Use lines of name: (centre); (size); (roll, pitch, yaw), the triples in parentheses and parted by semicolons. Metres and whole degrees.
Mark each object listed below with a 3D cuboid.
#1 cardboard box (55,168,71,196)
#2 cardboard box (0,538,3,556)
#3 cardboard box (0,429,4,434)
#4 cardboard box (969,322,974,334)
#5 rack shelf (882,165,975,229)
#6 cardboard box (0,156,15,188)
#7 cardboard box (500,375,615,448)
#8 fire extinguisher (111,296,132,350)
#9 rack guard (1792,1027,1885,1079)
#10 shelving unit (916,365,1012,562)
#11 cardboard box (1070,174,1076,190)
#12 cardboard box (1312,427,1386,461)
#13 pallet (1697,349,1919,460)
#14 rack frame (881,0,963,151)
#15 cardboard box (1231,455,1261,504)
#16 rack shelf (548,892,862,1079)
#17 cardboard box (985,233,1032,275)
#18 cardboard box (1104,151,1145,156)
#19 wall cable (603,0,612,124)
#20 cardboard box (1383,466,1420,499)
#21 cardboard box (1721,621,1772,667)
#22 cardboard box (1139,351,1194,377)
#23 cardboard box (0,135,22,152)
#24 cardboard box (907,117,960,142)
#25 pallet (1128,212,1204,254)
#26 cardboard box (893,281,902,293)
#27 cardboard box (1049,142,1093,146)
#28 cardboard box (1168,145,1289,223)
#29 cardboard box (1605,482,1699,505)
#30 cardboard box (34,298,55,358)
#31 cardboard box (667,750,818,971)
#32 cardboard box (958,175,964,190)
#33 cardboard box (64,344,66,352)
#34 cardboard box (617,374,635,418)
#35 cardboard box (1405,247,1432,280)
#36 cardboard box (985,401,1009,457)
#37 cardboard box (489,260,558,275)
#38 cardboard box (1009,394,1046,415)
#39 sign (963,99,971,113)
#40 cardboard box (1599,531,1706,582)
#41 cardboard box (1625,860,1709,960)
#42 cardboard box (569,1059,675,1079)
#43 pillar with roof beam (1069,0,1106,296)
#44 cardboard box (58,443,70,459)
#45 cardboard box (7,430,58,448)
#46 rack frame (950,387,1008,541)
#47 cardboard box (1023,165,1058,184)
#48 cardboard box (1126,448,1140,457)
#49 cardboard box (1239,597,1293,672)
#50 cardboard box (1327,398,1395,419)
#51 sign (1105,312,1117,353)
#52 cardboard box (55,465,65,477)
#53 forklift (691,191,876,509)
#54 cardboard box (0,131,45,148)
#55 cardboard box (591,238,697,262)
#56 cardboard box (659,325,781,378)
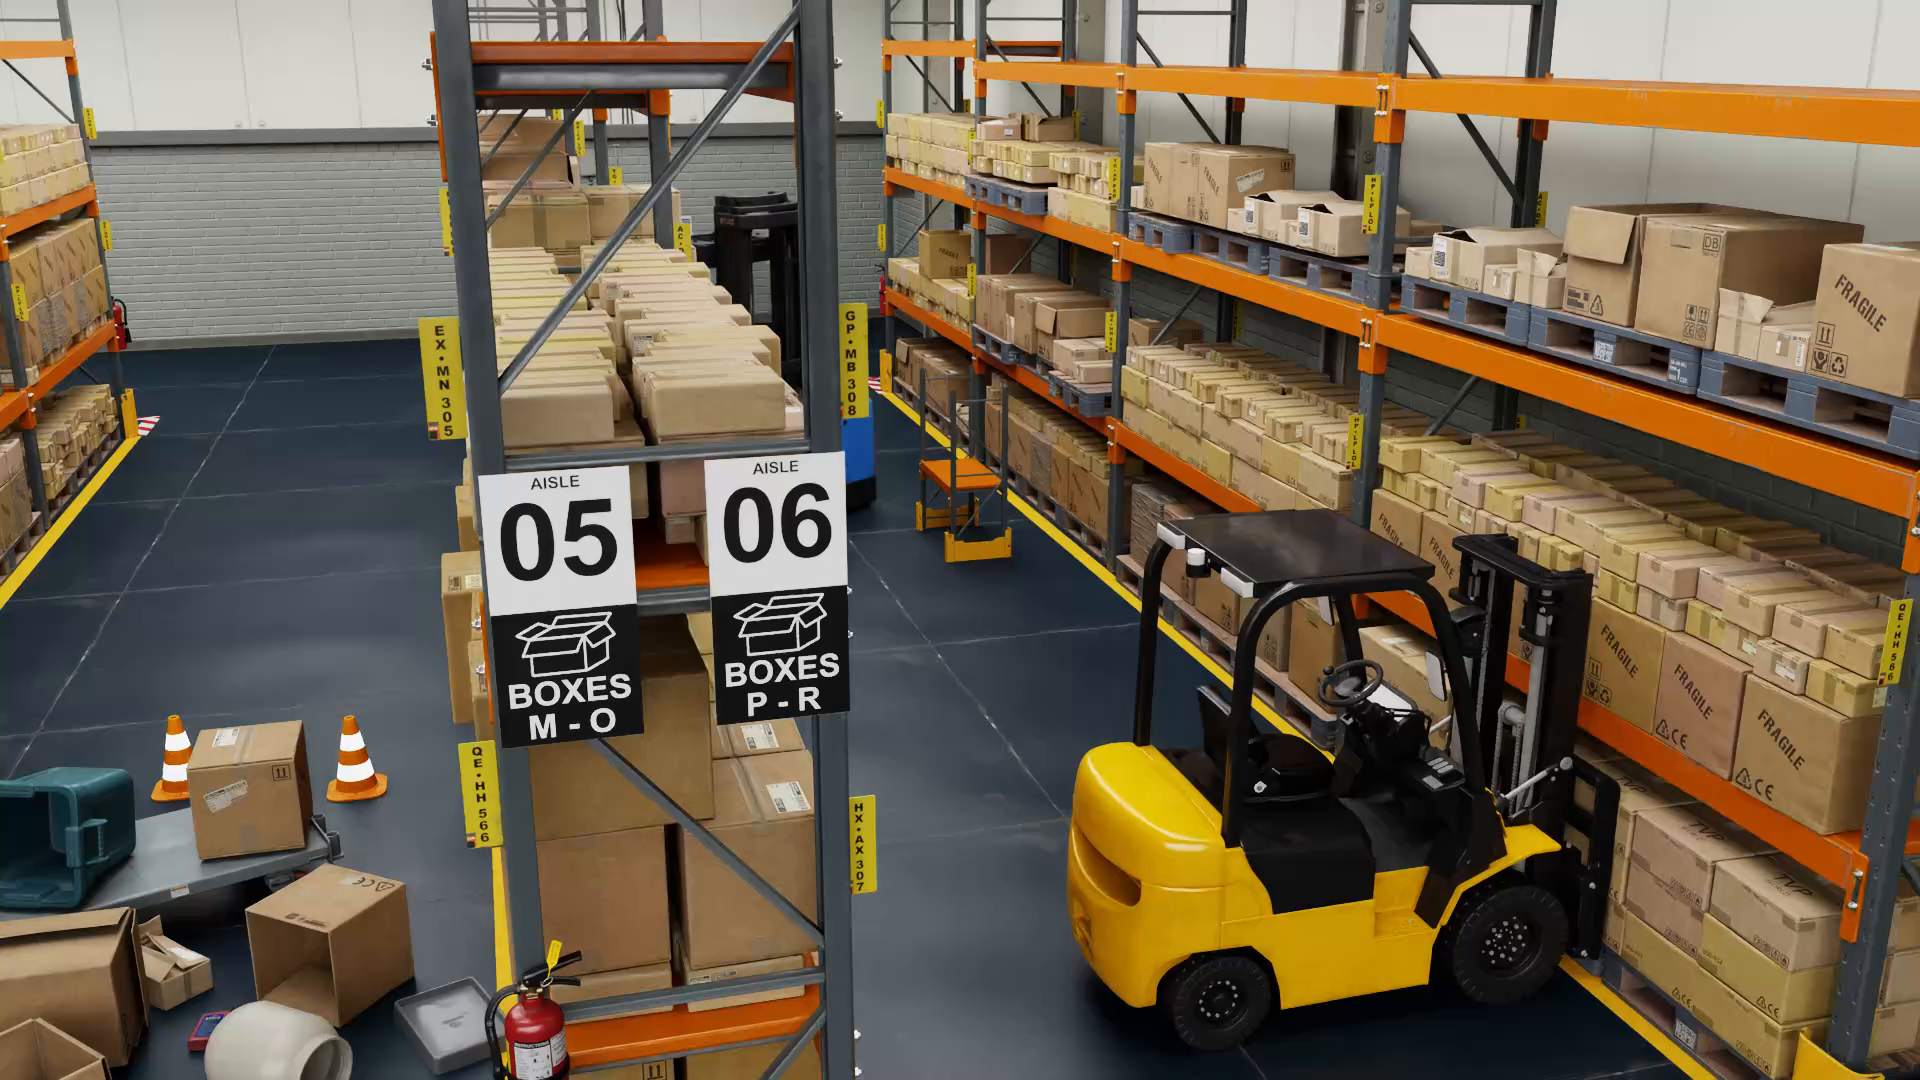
cardboard box: (-9.308, -3.592, 16.741); (0.500, 0.250, 0.500); (-4, 17, -13)
cardboard box: (-8.136, -0.039, 13.483); (0.500, 0.500, 0.500); (-5, 17, -16)
cardboard box: (-9.550, -0.984, 16.205); (0.380, 0.149, 0.250); (-6, 18, -18)
cardboard box: (0.314, -2.265, 17.714); (0.380, 0.149, 0.250); (-4, 17, -14)
rack shelf: (0.095, -3.962, 18.965); (1.077, 0.370, 4.000); (-5, 17, -15)
cardboard box: (-8.760, -3.260, 14.770); (0.500, 0.250, 0.500); (-4, 17, -13)
cardboard box: (-1.206, -0.373, 4.815); (0.380, 0.149, 0.250); (-5, 17, -15)
fire extinguisher: (-9.583, -2.501, 18.847); (0.296, 0.674, 0.183); (-5, 17, -15)
rack guard: (3.949, 2.206, 6.738); (1.175, 0.500, 0.348); (-5, 17, -15)
shelving unit: (0.021, -0.697, 14.666); (0.587, 1.500, 1.083); (-5, 17, -15)
cardboard box: (1.184, -3.131, 14.516); (0.380, 0.149, 0.250); (-5, 17, -15)
cardboard box: (2.447, -0.609, 10.466); (0.380, 0.149, 0.250); (-5, 17, -16)
pallet: (3.773, -0.589, 6.640); (1.003, 0.211, 1.213); (-5, 17, -15)
rack frame: (-0.455, -6.296, 20.271); (1.000, 3.000, 0.127); (-5, 17, -15)
cardboard box: (2.203, -0.429, 11.428); (0.500, 0.250, 0.500); (-5, 17, -15)
rack shelf: (-1.379, 1.187, 7.036); (1.077, 0.370, 4.000); (-5, 17, -15)
cardboard box: (0.491, -3.180, 18.763); (0.500, 0.500, 0.500); (-5, 17, -17)
cardboard box: (1.502, -3.378, 14.820); (0.380, 0.149, 0.250); (-5, 17, -16)
wall cable: (-6.336, -7.513, 24.321); (2.355, 3.000, 0.029); (-5, 17, -15)
cardboard box: (2.678, -0.354, 9.614); (0.380, 0.149, 0.250); (-5, 17, -16)
cardboard box: (3.467, 0.425, 7.021); (0.380, 0.149, 0.250); (-4, 17, -14)
cardboard box: (1.623, -1.384, 13.044); (0.380, 0.149, 0.250); (-4, 17, -14)
cardboard box: (-8.990, -3.687, 15.497); (0.380, 0.149, 0.250); (-5, 18, -17)
cardboard box: (-0.301, -4.747, 19.203); (0.500, 0.250, 0.500); (-5, 17, -16)
pallet: (2.016, -2.376, 12.762); (1.213, 0.211, 1.003); (-4, 17, -13)
cardboard box: (-0.628, -3.190, 20.796); (0.380, 0.149, 0.250); (-5, 17, -16)
cardboard box: (1.071, -3.740, 15.991); (0.380, 0.149, 0.250); (-4, 17, -14)
cardboard box: (1.943, -2.593, 12.078); (0.700, 0.500, 0.500); (-5, 17, -16)
cardboard box: (3.542, -0.184, 8.532); (0.380, 0.149, 0.250); (-5, 17, -16)
cardboard box: (-8.895, -1.988, 15.664); (0.500, 0.500, 0.500); (-5, 17, -15)
cardboard box: (-0.693, 1.053, 5.543); (0.500, 0.500, 0.500); (-5, 17, -16)
cardboard box: (0.198, -3.777, 17.535); (0.380, 0.149, 0.250); (-5, 17, -15)
cardboard box: (-9.149, -1.919, 16.563); (0.380, 0.149, 0.250); (-4, 17, -13)
cardboard box: (-1.353, -0.372, 5.506); (0.500, 0.250, 0.500); (-5, 17, -16)
cardboard box: (2.675, -1.521, 9.121); (0.380, 0.149, 0.250); (-4, 17, -14)
cardboard box: (0.561, -1.169, 17.246); (0.500, 0.500, 0.500); (-4, 17, -13)
cardboard box: (-1.992, -1.152, 7.411); (0.380, 0.149, 0.250); (-5, 18, -17)
cardboard box: (0.719, -1.371, 16.789); (0.380, 0.149, 0.250); (-6, 18, -18)
sign: (0.084, -5.322, 20.703); (0.100, 0.325, 0.005); (-5, 17, -15)
cardboard box: (3.194, 0.074, 7.674); (0.380, 0.149, 0.250); (-4, 17, -14)
cardboard box: (3.381, 1.629, 7.495); (0.500, 0.250, 0.500); (-5, 17, -16)
cardboard box: (-1.300, 1.951, 5.987); (0.500, 0.500, 0.500); (-5, 17, -15)
pillar with roof beam: (-2.819, -5.114, 16.333); (9.100, 9.000, 0.400); (-5, 17, -15)
cardboard box: (-9.032, -0.888, 16.403); (0.380, 0.149, 0.250); (-4, 17, -13)
cardboard box: (-8.983, -0.954, 16.105); (0.380, 0.149, 0.250); (-5, 17, -17)
rack frame: (0.163, -0.554, 14.190); (0.500, 1.500, 0.032); (-5, 17, -15)
cardboard box: (0.791, -3.345, 15.192); (0.380, 0.149, 0.250); (-4, 17, -14)
cardboard box: (1.708, -0.832, 14.996); (0.380, 0.149, 0.250); (-4, 17, -15)
cardboard box: (2.483, 0.473, 11.560); (0.875, 0.625, 0.625); (-5, 17, -16)
cardboard box: (2.728, -0.864, 11.313); (0.380, 0.149, 0.250); (-5, 17, -15)
sign: (1.225, -1.682, 13.461); (0.100, 0.325, 0.005); (-5, 17, -15)
cardboard box: (-8.841, -0.604, 15.975); (0.380, 0.149, 0.250); (-5, 17, -16)
forklift: (-2.267, -1.892, 16.155); (3.031, 2.935, 1.130); (13, 21, 37)
cardboard box: (-9.182, -3.910, 16.238); (0.380, 0.149, 0.250); (-5, 17, -17)
cardboard box: (-1.703, -1.470, 8.948); (0.500, 0.250, 0.500); (-5, 17, -17)
cardboard box: (-0.822, -0.635, 5.687); (0.380, 0.149, 0.250); (-5, 17, -15)
